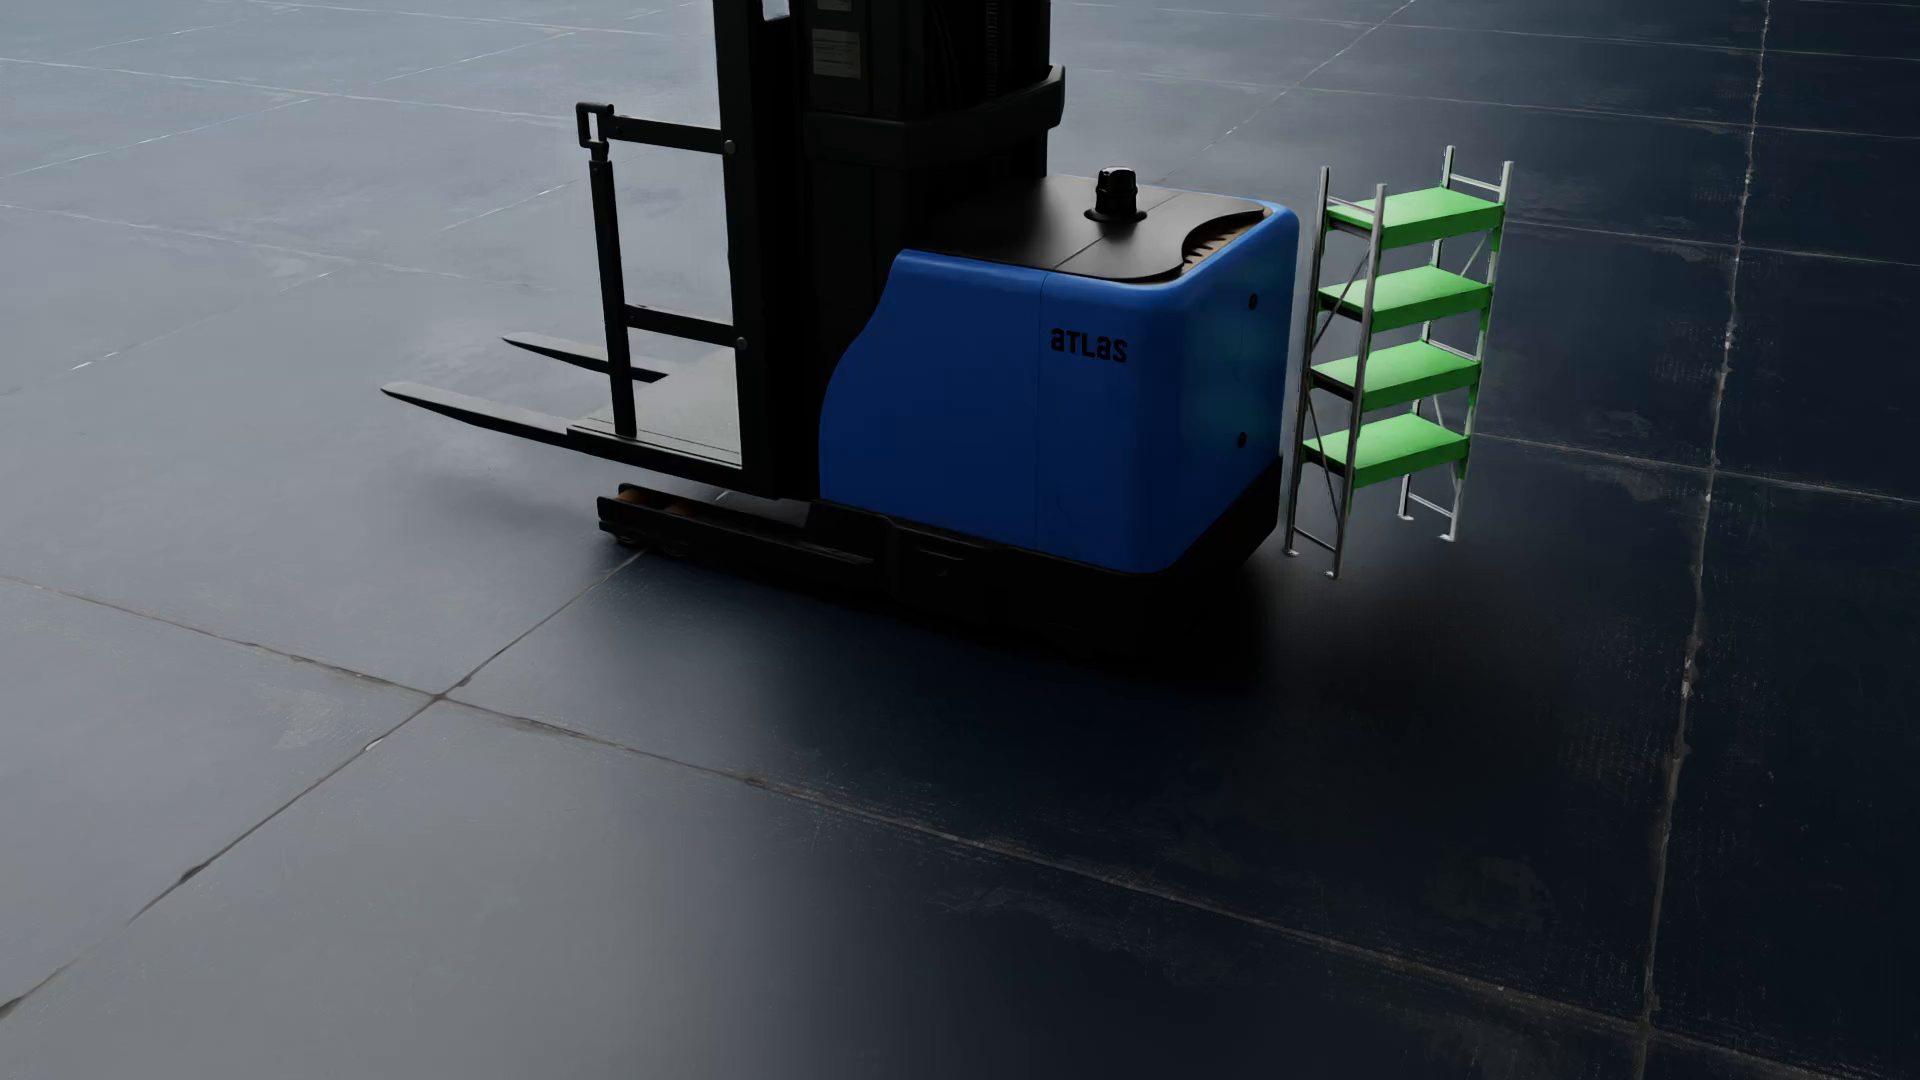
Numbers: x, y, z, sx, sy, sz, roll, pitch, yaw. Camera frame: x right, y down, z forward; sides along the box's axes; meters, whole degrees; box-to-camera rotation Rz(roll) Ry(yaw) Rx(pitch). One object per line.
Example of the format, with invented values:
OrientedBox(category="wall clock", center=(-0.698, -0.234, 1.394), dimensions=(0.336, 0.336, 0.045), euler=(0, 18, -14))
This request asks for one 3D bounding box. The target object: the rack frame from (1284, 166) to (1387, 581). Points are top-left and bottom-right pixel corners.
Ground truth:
OrientedBox(category="rack frame", center=(1.080, -0.463, 4.829), dimensions=(0.015, 1.200, 0.240), euler=(-15, 30, -28))

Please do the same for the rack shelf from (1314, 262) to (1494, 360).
OrientedBox(category="rack shelf", center=(1.289, -0.676, 4.865), dimensions=(0.480, 0.148, 0.258), euler=(-15, 30, -28))

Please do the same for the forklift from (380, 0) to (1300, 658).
OrientedBox(category="forklift", center=(-0.550, -1.450, 4.877), dimensions=(3.031, 2.935, 1.130), euler=(14, 29, 26))

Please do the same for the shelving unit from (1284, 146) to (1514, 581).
OrientedBox(category="shelving unit", center=(1.288, -0.518, 4.943), dimensions=(0.503, 1.200, 0.258), euler=(-15, 30, -28))

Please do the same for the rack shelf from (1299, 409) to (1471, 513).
OrientedBox(category="rack shelf", center=(1.288, -0.246, 5.078), dimensions=(0.480, 0.148, 0.258), euler=(-15, 30, -28))

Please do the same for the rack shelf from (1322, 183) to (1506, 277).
OrientedBox(category="rack shelf", center=(1.289, -0.891, 4.759), dimensions=(0.480, 0.148, 0.258), euler=(-15, 30, -28))

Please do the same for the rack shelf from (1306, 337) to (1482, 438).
OrientedBox(category="rack shelf", center=(1.288, -0.461, 4.971), dimensions=(0.480, 0.148, 0.258), euler=(-15, 30, -28))

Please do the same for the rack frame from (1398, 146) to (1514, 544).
OrientedBox(category="rack frame", center=(1.497, -0.574, 5.057), dimensions=(0.015, 1.200, 0.240), euler=(-15, 30, -28))
